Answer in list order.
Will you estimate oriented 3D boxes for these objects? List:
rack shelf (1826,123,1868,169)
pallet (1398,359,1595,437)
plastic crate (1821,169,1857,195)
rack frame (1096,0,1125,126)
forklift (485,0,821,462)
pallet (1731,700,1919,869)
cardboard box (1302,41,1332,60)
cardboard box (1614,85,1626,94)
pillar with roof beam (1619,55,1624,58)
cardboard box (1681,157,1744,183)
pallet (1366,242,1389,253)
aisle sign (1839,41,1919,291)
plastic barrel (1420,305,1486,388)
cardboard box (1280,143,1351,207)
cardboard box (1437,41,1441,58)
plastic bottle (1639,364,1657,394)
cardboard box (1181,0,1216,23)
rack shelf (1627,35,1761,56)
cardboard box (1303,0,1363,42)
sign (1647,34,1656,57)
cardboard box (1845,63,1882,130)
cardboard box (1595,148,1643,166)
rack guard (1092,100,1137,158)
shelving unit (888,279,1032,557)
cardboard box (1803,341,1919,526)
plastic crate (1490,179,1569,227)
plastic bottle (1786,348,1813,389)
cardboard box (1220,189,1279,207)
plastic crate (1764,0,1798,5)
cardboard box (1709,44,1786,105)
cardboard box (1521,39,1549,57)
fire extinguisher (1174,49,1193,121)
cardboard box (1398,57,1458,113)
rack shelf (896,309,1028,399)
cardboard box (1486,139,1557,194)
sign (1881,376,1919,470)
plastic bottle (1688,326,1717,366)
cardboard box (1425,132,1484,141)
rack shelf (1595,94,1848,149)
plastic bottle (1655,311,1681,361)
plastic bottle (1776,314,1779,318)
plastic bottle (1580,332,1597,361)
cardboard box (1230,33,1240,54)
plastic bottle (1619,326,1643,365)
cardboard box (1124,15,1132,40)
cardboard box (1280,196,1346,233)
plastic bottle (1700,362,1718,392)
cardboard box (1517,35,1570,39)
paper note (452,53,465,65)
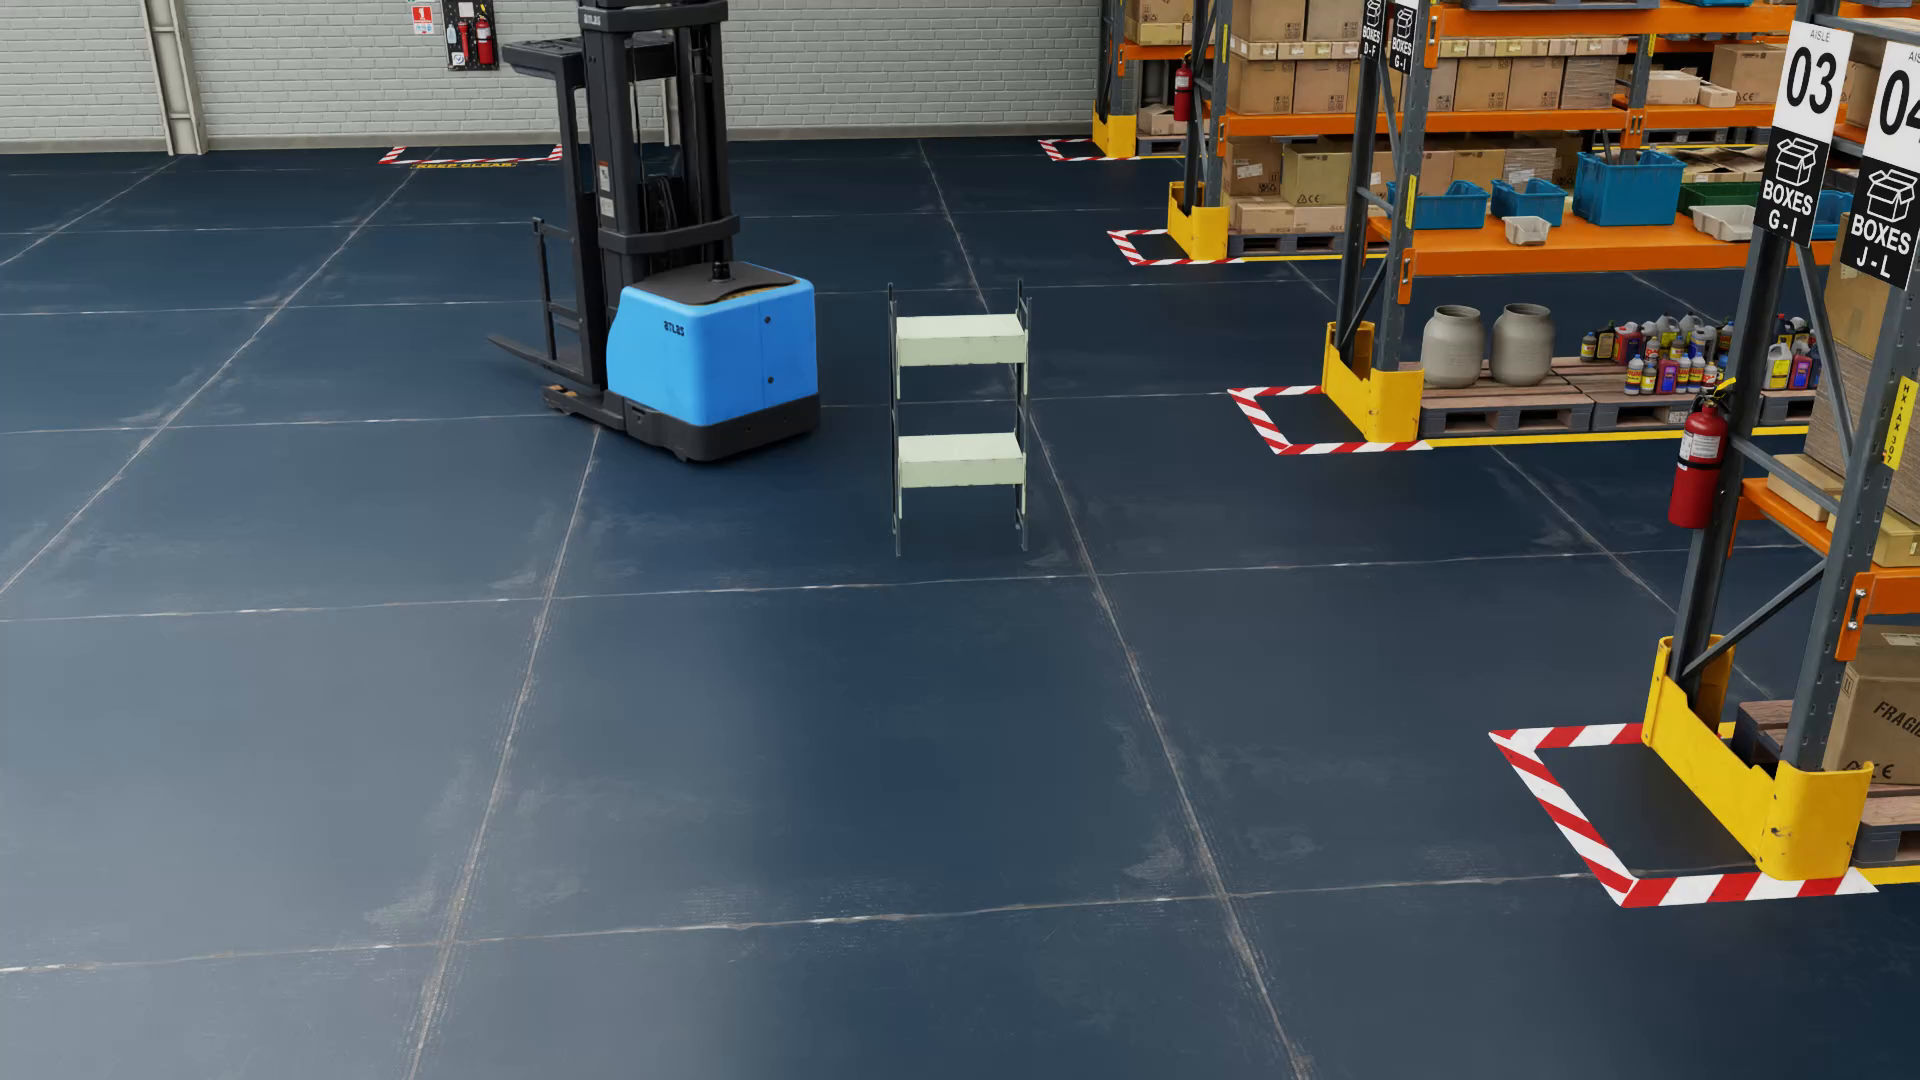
[{"bbox_3d":[5.285,-1.362,6.314,4.000,0.370,1.077,-2,24,-5],"label":"rack shelf"},{"bbox_3d":[3.688,-1.020,11.786,1.213,0.211,1.003,-2,24,-5],"label":"pallet"},{"bbox_3d":[6.255,-2.404,11.542,0.504,0.338,0.767,-2,24,-5],"label":"plastic crate"},{"bbox_3d":[1.834,-6.247,20.111,0.127,3.000,1.000,-2,24,-5],"label":"rack frame"},{"bbox_3d":[-2.336,-2.350,11.430,1.130,2.935,3.031,-22,32,-40],"label":"forklift"},{"bbox_3d":[4.182,1.013,7.212,1.213,0.211,1.003,-2,24,-5],"label":"pallet"},{"bbox_3d":[3.247,-4.536,15.341,0.250,0.149,0.380,-2,24,-5],"label":"cardboard box"},{"bbox_3d":[8.068,-5.570,21.125,0.500,0.500,0.700,-2,24,-5],"label":"cardboard box"},{"bbox_3d":[8.840,-7.865,16.366,0.400,9.000,9.100,-2,24,-5],"label":"pillar with roof beam"},{"bbox_3d":[7.240,-3.530,16.176,0.500,0.311,0.500,-3,24,-6],"label":"cardboard box"},{"bbox_3d":[4.293,-3.065,16.386,1.213,0.211,1.003,-2,24,-5],"label":"pallet"},{"bbox_3d":[3.263,-1.305,5.791,0.004,0.787,0.394,-2,24,-5],"label":"aisle sign"},{"bbox_3d":[3.455,-1.355,11.650,0.421,0.512,0.421,0,24,0],"label":"plastic barrel"},{"bbox_3d":[3.378,-3.475,15.820,0.500,0.500,0.500,-2,24,-5],"label":"cardboard box"},{"bbox_3d":[4.266,-4.576,15.431,0.250,0.149,0.380,-2,24,-5],"label":"cardboard box"},{"bbox_3d":[4.746,-1.115,11.469,0.097,0.201,0.097,0,24,0],"label":"plastic bottle"},{"bbox_3d":[2.832,-6.443,19.790,0.500,0.500,0.500,-2,24,-5],"label":"cardboard box"},{"bbox_3d":[7.805,-6.158,20.796,4.000,0.370,1.077,-2,24,-5],"label":"rack shelf"},{"bbox_3d":[3.366,-4.922,15.410,0.500,0.500,0.700,-3,24,-7],"label":"cardboard box"},{"bbox_3d":[6.361,-4.612,15.269,0.005,0.325,0.100,-2,24,-5],"label":"sign"},{"bbox_3d":[3.750,-1.664,6.293,0.500,0.250,0.500,-2,24,-4],"label":"cardboard box"},{"bbox_3d":[6.680,-3.728,16.622,0.500,0.311,0.500,-2,24,-5],"label":"cardboard box"},{"bbox_3d":[1.910,-5.107,20.626,0.348,0.500,1.175,-2,24,-5],"label":"rack guard"},{"bbox_3d":[-0.007,-0.685,9.445,0.755,1.500,0.431,-2,24,-5],"label":"shelving unit"},{"bbox_3d":[3.845,-0.433,6.541,0.500,0.500,0.875,-2,24,-5],"label":"cardboard box"},{"bbox_3d":[3.923,-2.339,11.502,0.408,0.251,0.499,-2,24,-5],"label":"plastic crate"},{"bbox_3d":[5.827,-1.189,11.534,0.133,0.283,0.061,-1,24,-2],"label":"plastic bottle"},{"bbox_3d":[2.829,-3.321,16.397,0.500,0.250,0.500,-2,24,-5],"label":"cardboard box"},{"bbox_3d":[5.231,-3.425,10.393,0.396,0.136,0.243,-2,24,-5],"label":"plastic crate"},{"bbox_3d":[7.596,-4.495,16.047,0.500,0.500,0.500,-1,24,-1],"label":"cardboard box"},{"bbox_3d":[5.288,-4.618,15.524,0.250,0.149,0.380,-2,24,-5],"label":"cardboard box"},{"bbox_3d":[2.161,-4.392,16.034,0.183,0.674,0.296,-2,24,-5],"label":"fire extinguisher"},{"bbox_3d":[4.331,-4.367,15.758,0.500,0.500,0.700,-2,24,-4],"label":"cardboard box"},{"bbox_3d":[-0.007,-1.042,9.286,0.720,0.370,0.431,-2,24,-5],"label":"rack shelf"},{"bbox_3d":[5.367,-3.560,16.012,0.500,0.500,0.500,-2,24,-5],"label":"cardboard box"},{"bbox_3d":[3.348,-0.417,5.928,0.005,0.325,0.100,-2,24,-5],"label":"sign"},{"bbox_3d":[5.373,-1.411,12.042,0.135,0.276,0.152,-2,24,-5],"label":"plastic bottle"},{"bbox_3d":[4.818,-3.750,16.440,0.500,0.500,0.500,-2,24,-5],"label":"cardboard box"},{"bbox_3d":[8.296,-4.155,16.292,4.000,0.370,1.077,-2,24,-5],"label":"rack shelf"},{"bbox_3d":[5.148,-1.496,12.143,0.185,0.351,0.144,-1,24,-3],"label":"plastic bottle"},{"bbox_3d":[5.944,-1.528,12.215,0.185,0.351,0.144,-2,24,-4],"label":"plastic bottle"},{"bbox_3d":[4.592,-1.415,12.144,0.097,0.201,0.097,0,24,0],"label":"plastic bottle"},{"bbox_3d":[2.686,-4.679,15.662,0.250,0.149,0.380,-3,24,-6],"label":"cardboard box"},{"bbox_3d":[4.857,-1.409,12.029,0.133,0.283,0.061,-2,24,-5],"label":"plastic bottle"},{"bbox_3d":[2.280,-6.284,20.356,0.500,0.250,0.500,-2,24,-4],"label":"cardboard box"},{"bbox_3d":[3.378,-3.133,15.974,0.500,0.250,0.500,-2,24,-5],"label":"cardboard box"},{"bbox_3d":[5.182,-1.133,11.509,0.097,0.201,0.097,0,24,0],"label":"plastic bottle"},{"bbox_3d":[5.362,-5.002,15.590,0.500,0.500,0.700,-2,24,-5],"label":"cardboard box"},{"bbox_3d":[-6.171,-5.920,20.460,0.142,0.148,0.016,-2,24,-5],"label":"paper note"}]
